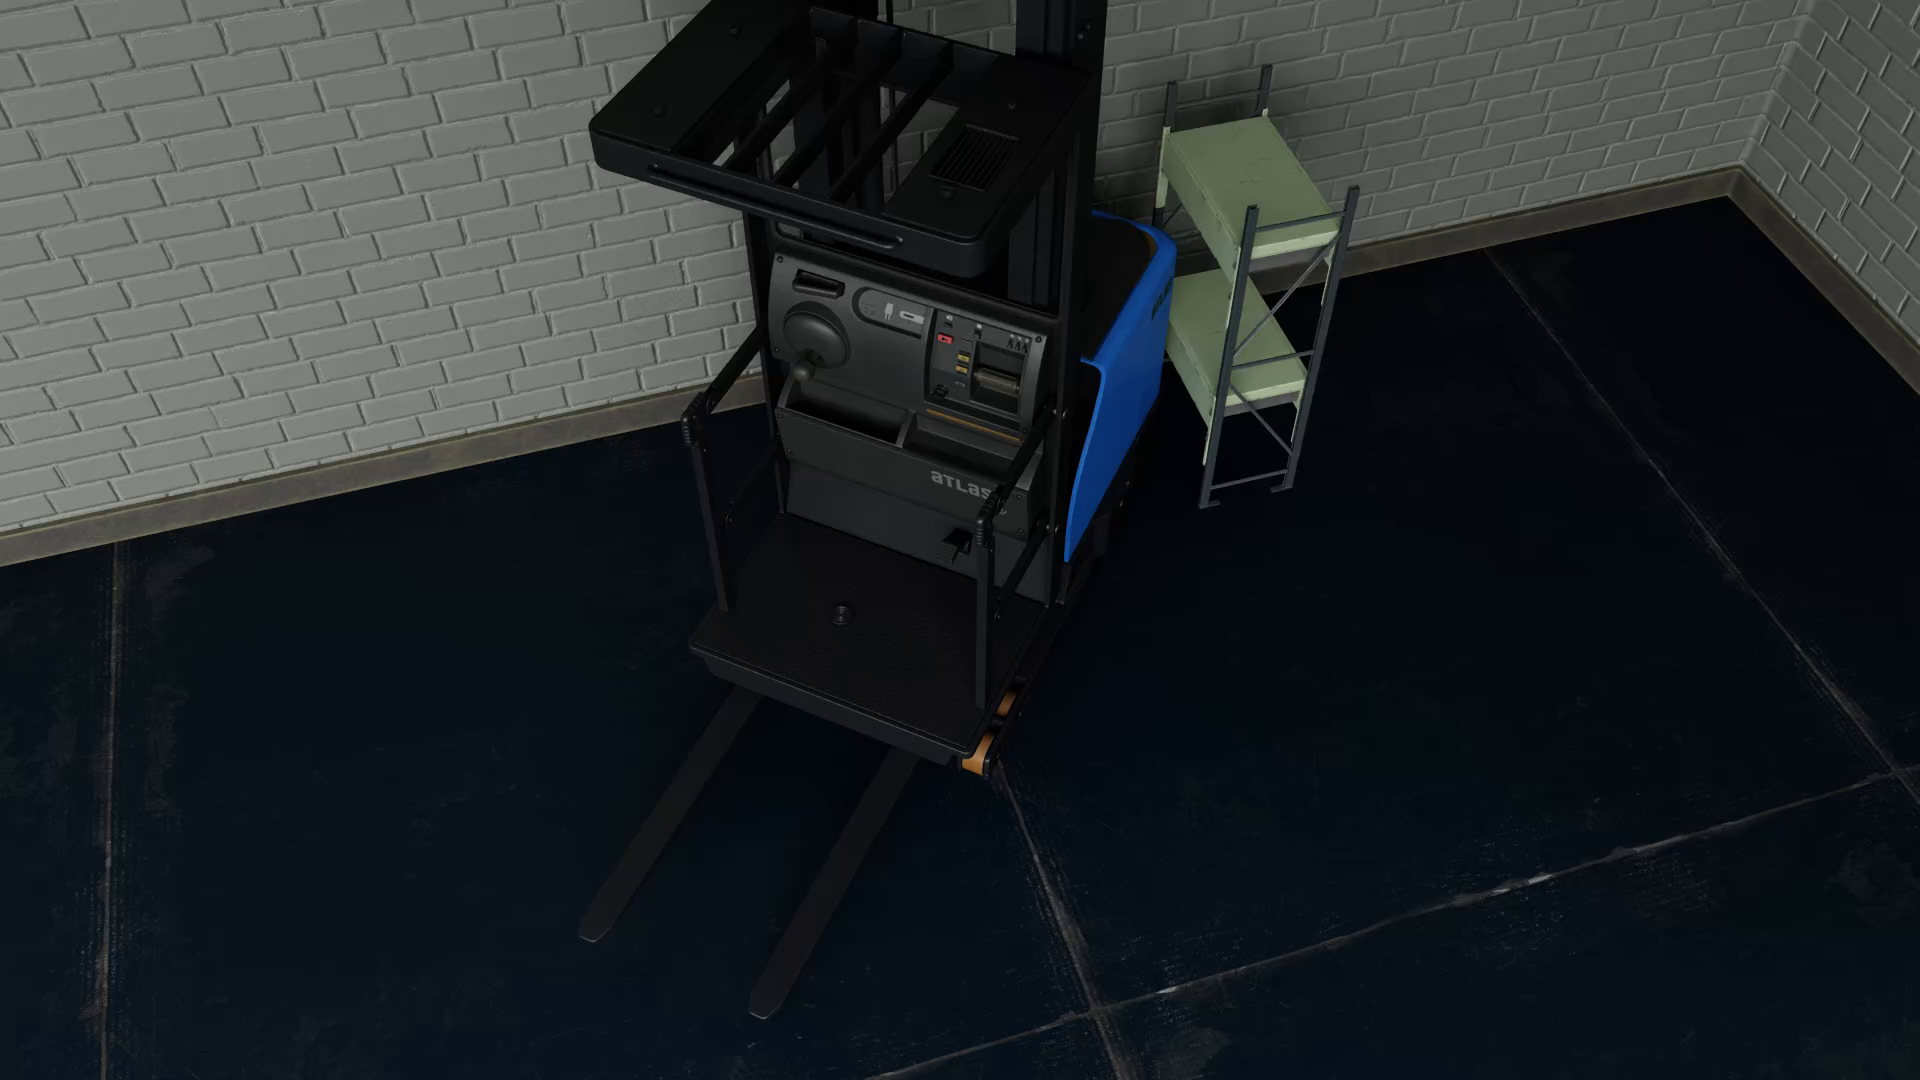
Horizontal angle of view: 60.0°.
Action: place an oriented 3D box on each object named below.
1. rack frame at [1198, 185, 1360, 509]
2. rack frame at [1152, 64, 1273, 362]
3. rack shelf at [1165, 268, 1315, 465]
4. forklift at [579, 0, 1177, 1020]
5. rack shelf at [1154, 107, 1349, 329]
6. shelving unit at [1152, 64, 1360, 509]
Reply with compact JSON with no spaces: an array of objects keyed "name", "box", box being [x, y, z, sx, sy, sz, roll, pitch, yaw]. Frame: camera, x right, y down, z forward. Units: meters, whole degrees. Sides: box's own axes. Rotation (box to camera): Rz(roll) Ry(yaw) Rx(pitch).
[{"name":"rack frame","box":[1.147,-0.659,6.114,0.400,1.500,0.023,-13,51,-11]},{"name":"rack frame","box":[0.939,-1.195,6.566,0.400,1.500,0.023,-13,51,-11]},{"name":"rack shelf","box":[1.043,-0.717,6.589,0.431,0.370,0.720,-13,51,-11]},{"name":"forklift","box":[-0.261,-0.509,5.052,1.130,2.935,3.031,19,53,16]},{"name":"rack shelf","box":[1.043,-1.178,6.042,0.431,0.370,0.720,-13,51,-11]},{"name":"shelving unit","box":[1.043,-0.927,6.340,0.431,1.500,0.755,-13,51,-11]}]
